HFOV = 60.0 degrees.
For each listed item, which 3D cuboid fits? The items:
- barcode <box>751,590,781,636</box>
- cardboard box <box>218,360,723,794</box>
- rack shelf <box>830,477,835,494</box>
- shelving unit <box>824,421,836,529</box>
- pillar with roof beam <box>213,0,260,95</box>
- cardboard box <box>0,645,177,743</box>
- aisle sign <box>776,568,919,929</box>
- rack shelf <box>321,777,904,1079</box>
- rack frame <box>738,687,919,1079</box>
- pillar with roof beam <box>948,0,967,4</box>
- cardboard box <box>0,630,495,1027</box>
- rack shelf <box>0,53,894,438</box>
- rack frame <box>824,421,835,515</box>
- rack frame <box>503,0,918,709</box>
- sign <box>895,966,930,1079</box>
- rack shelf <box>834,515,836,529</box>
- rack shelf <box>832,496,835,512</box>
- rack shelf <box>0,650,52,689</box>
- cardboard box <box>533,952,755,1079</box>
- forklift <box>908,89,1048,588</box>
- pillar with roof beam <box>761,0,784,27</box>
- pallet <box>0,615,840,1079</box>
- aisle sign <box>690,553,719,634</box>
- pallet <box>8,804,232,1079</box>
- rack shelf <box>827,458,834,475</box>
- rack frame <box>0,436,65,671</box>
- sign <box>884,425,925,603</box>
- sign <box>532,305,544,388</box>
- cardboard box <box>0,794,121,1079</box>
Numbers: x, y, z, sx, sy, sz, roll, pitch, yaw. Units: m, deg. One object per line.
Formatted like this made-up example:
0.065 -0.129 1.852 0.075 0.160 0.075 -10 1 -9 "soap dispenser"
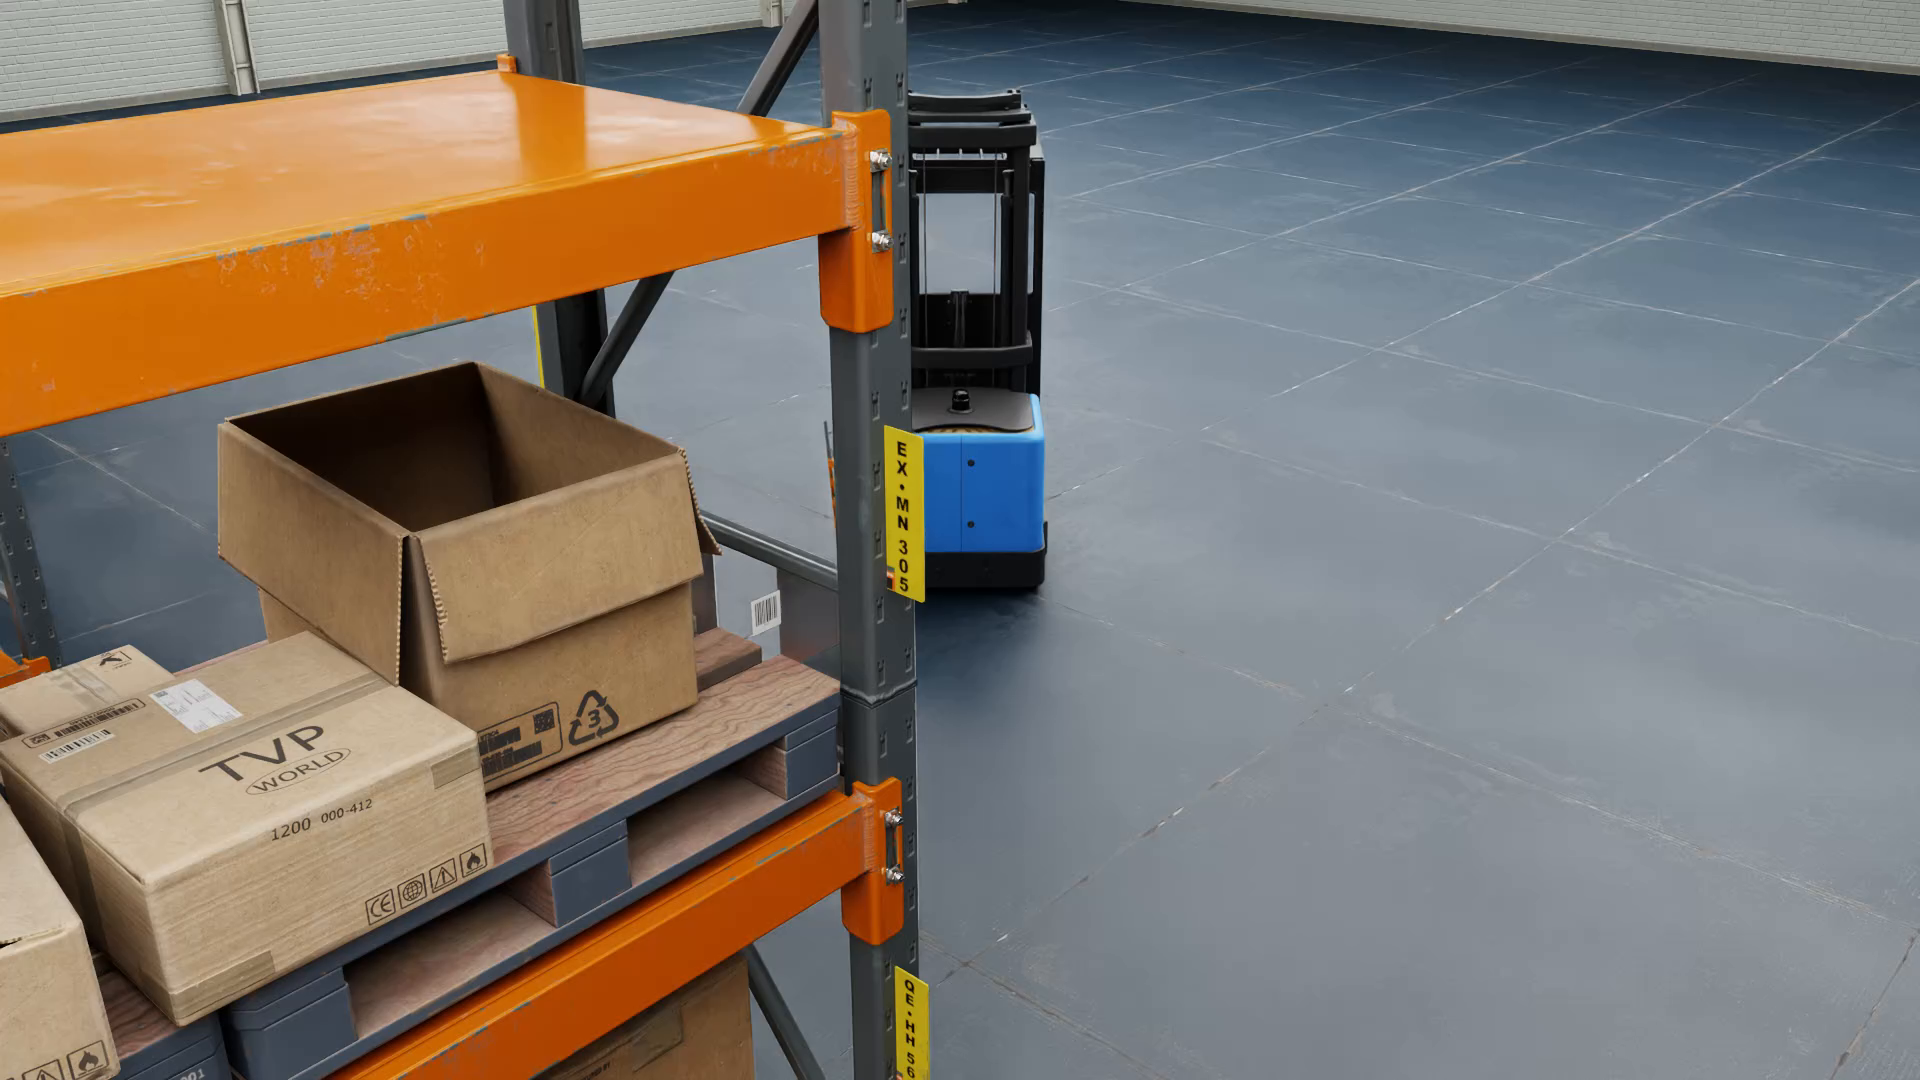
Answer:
-0.340 0.128 2.922 0.001 0.075 0.075 20 31 38 "barcode"
-0.885 0.041 3.016 0.637 0.503 0.797 -22 32 -39 "cardboard box"
-0.630 -0.344 10.053 0.258 0.103 0.180 -22 27 -37 "rack shelf"
-0.615 -0.162 10.122 0.258 1.200 0.189 -22 27 -37 "shelving unit"
-8.873 -10.480 23.625 9.100 9.000 0.400 20 31 38 "pillar with roof beam"
-1.415 0.339 2.784 0.380 0.149 0.250 20 31 38 "cardboard box"
-0.236 0.412 3.487 0.394 0.787 0.004 20 31 38 "aisle sign"
-1.833 1.107 2.328 1.077 0.370 4.000 20 31 38 "rack shelf"
-0.498 1.538 4.153 1.000 3.000 0.127 20 31 38 "rack frame"
3.141 -15.964 35.856 9.100 9.000 0.400 20 31 38 "pillar with roof beam"
-1.070 0.405 2.512 0.500 0.250 0.500 20 31 38 "cardboard box"
-1.833 -0.079 1.796 1.077 0.370 4.000 20 31 38 "rack shelf"
-0.676 -0.181 10.187 0.240 1.200 0.006 -22 27 -37 "rack frame"
-0.498 -1.199 2.926 1.000 3.000 0.127 20 31 38 "rack frame"
-0.103 1.054 3.528 0.100 0.325 0.005 20 31 38 "sign"
-0.611 -0.120 10.138 0.258 0.103 0.180 -22 27 -37 "rack shelf"
-0.620 -0.232 10.095 0.258 0.103 0.180 -22 27 -37 "rack shelf"
-5.519 1.122 5.960 1.077 0.370 4.000 20 31 38 "rack shelf"
-0.855 1.055 3.522 0.700 0.500 0.500 20 31 38 "cardboard box"
-0.006 -1.594 11.223 1.130 2.935 3.031 0 24 -1 "forklift"
-0.864 -14.136 31.779 9.100 9.000 0.400 20 31 38 "pillar with roof beam"
-0.989 0.418 3.093 1.003 0.211 1.213 20 31 38 "pallet"
-0.682 0.248 3.852 0.394 0.787 0.004 20 31 38 "aisle sign"
-1.803 0.792 2.260 1.003 0.211 1.213 20 31 38 "pallet"
-0.639 -0.456 10.010 0.258 0.103 0.180 -22 27 -37 "rack shelf"
-4.184 0.184 7.172 1.000 3.000 0.127 20 31 38 "rack frame"
-0.103 -0.046 3.035 0.100 0.325 0.005 20 31 38 "sign"
-0.907 -0.419 3.686 0.100 0.325 0.005 20 31 38 "sign"
-1.441 0.547 2.122 0.500 0.311 0.500 -20 31 -37 "cardboard box"
